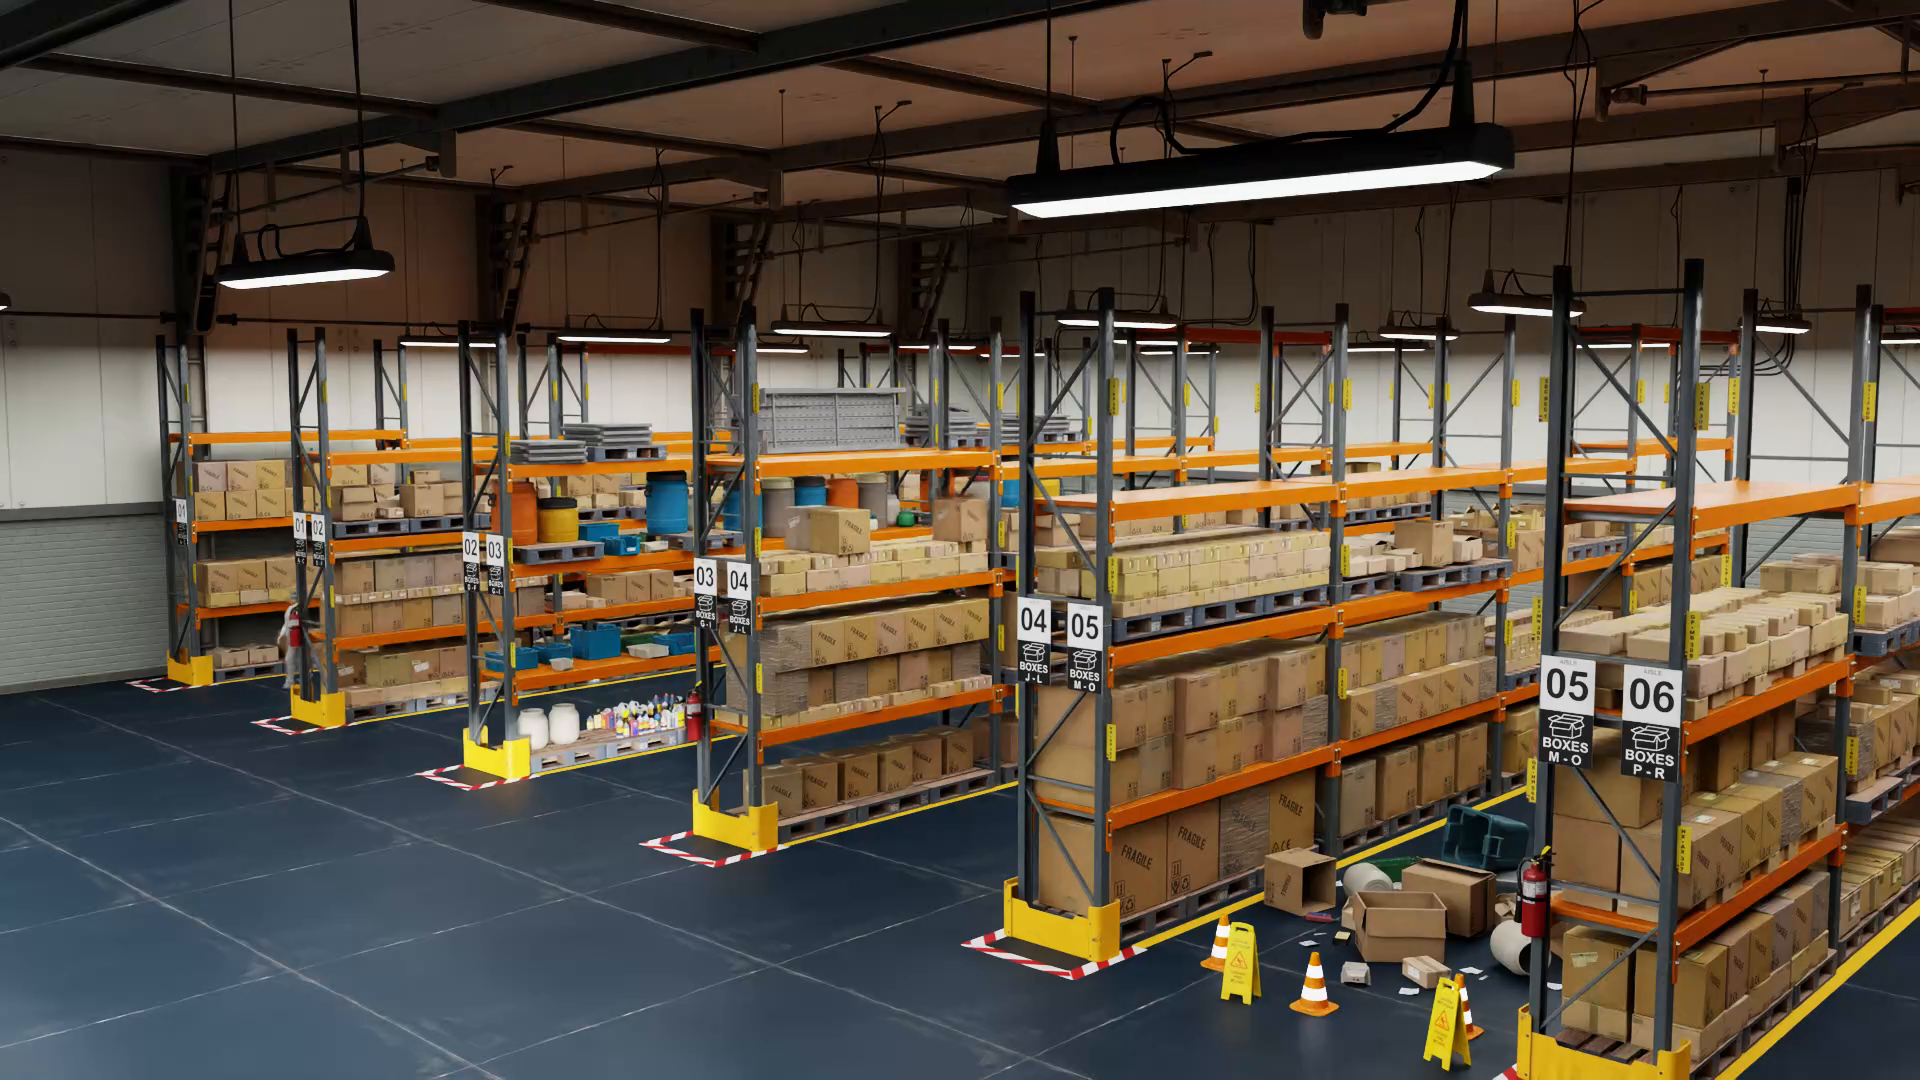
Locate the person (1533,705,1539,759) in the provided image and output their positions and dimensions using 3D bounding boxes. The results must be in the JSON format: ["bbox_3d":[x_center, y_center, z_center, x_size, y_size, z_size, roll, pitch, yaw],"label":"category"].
[{"bbox_3d":[6.994,2.499,19.602,0.506,1.670,0.511,5,7,44],"label":"person"}]

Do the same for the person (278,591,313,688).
[{"bbox_3d":[-11.355,1.699,28.467,0.560,1.711,0.626,4,7,39],"label":"person"}]

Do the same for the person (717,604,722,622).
[{"bbox_3d":[-4.956,1.249,33.347,0.748,1.578,0.548,-4,7,-37],"label":"person"}]
